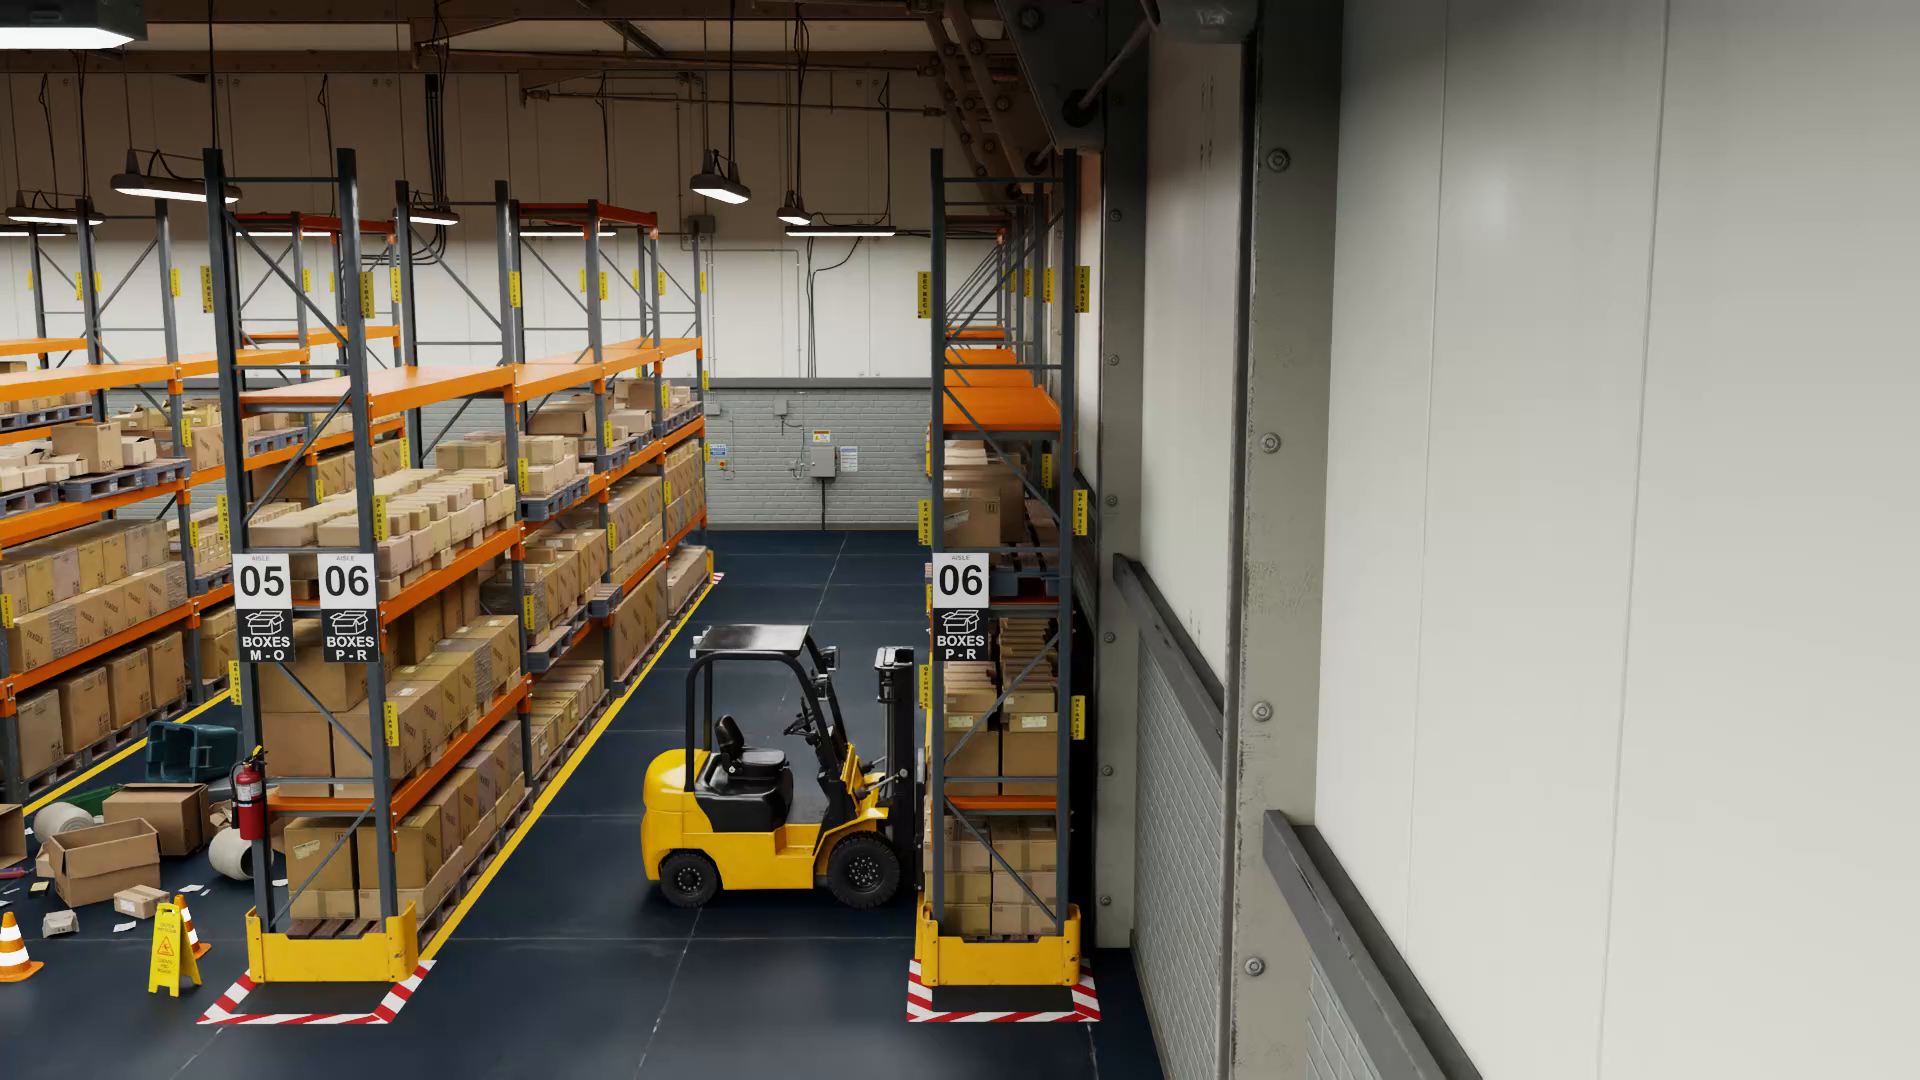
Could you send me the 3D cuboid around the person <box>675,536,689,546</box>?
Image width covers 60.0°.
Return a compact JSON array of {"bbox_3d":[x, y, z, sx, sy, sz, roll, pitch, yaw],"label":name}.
[{"bbox_3d":[-4.954,-0.368,29.157,0.532,1.735,0.647,3,10,16],"label":"person"}]
